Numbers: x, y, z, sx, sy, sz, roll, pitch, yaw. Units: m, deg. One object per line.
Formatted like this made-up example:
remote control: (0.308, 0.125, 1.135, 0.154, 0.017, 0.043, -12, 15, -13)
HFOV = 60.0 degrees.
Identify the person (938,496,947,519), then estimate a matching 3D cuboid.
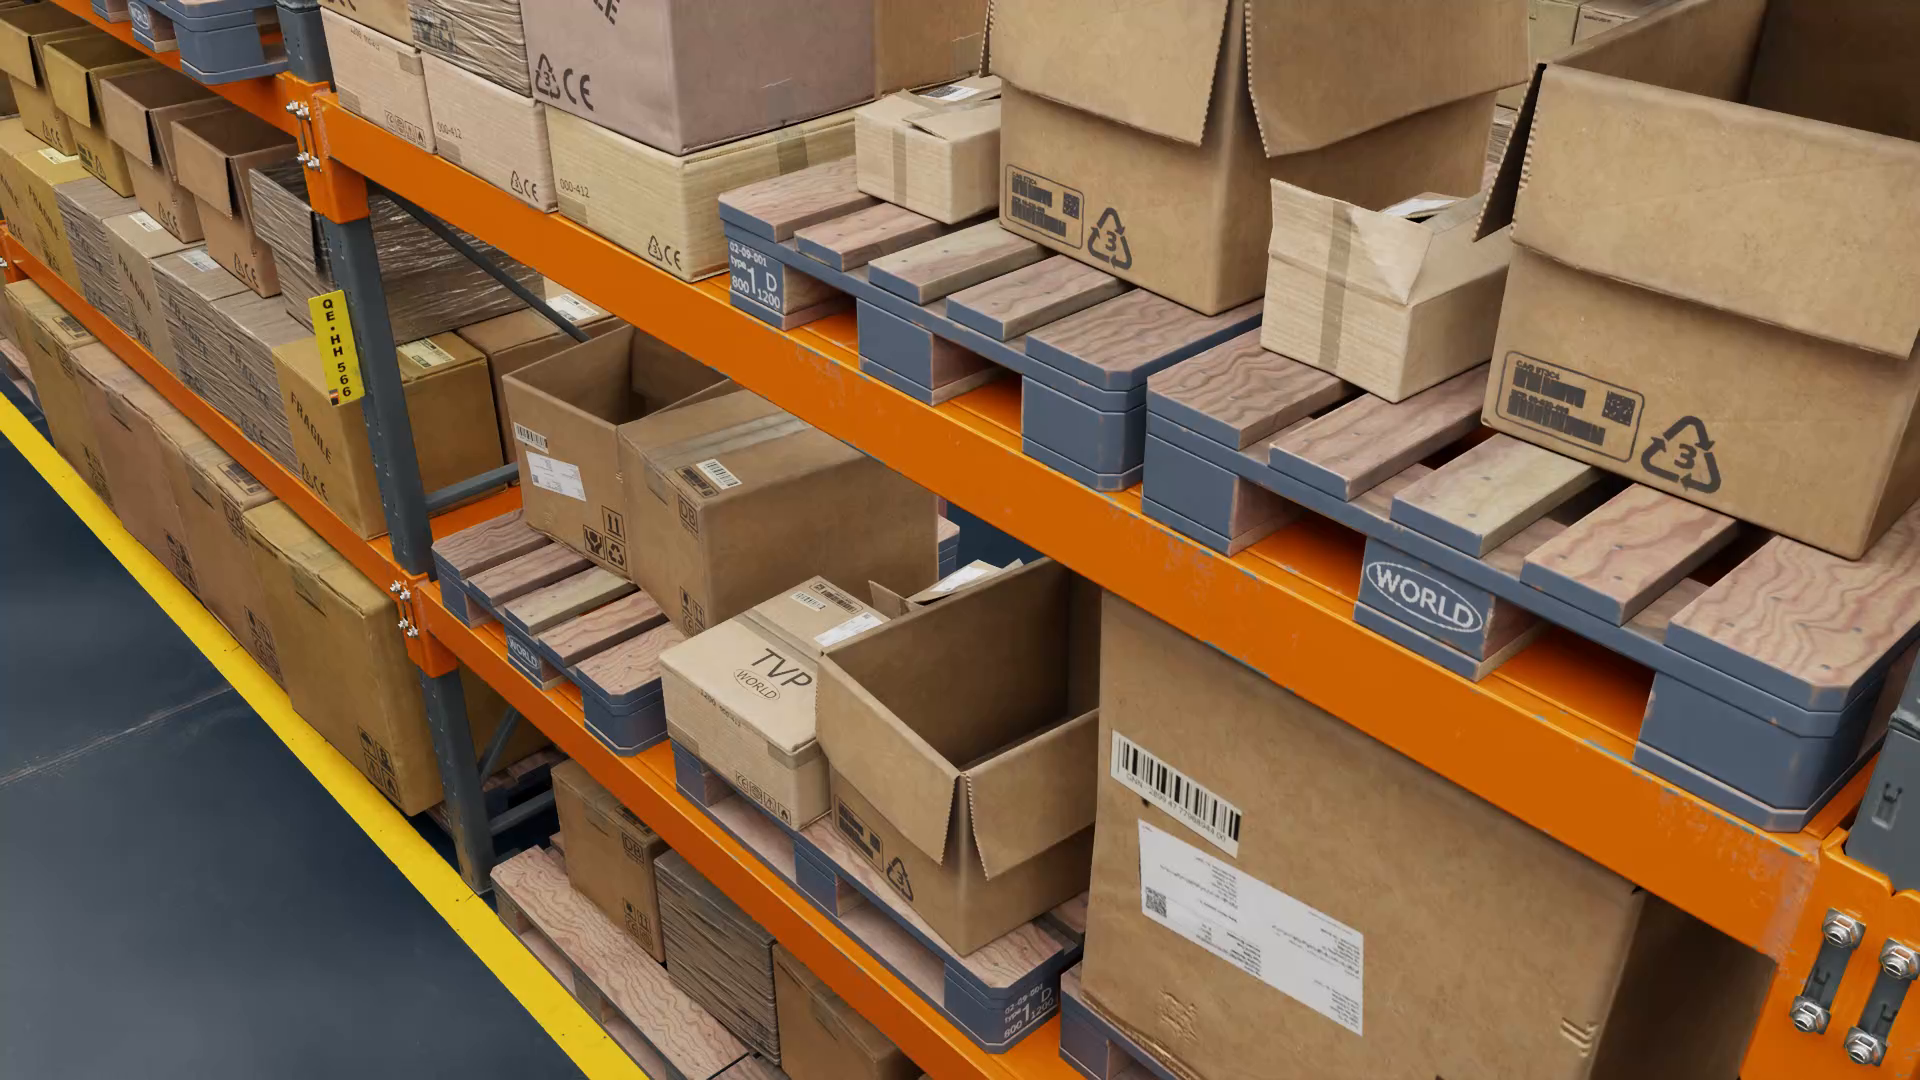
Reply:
person: (-0.261, -0.549, 7.020, 0.499, 1.673, 0.405, -26, 40, -35)
